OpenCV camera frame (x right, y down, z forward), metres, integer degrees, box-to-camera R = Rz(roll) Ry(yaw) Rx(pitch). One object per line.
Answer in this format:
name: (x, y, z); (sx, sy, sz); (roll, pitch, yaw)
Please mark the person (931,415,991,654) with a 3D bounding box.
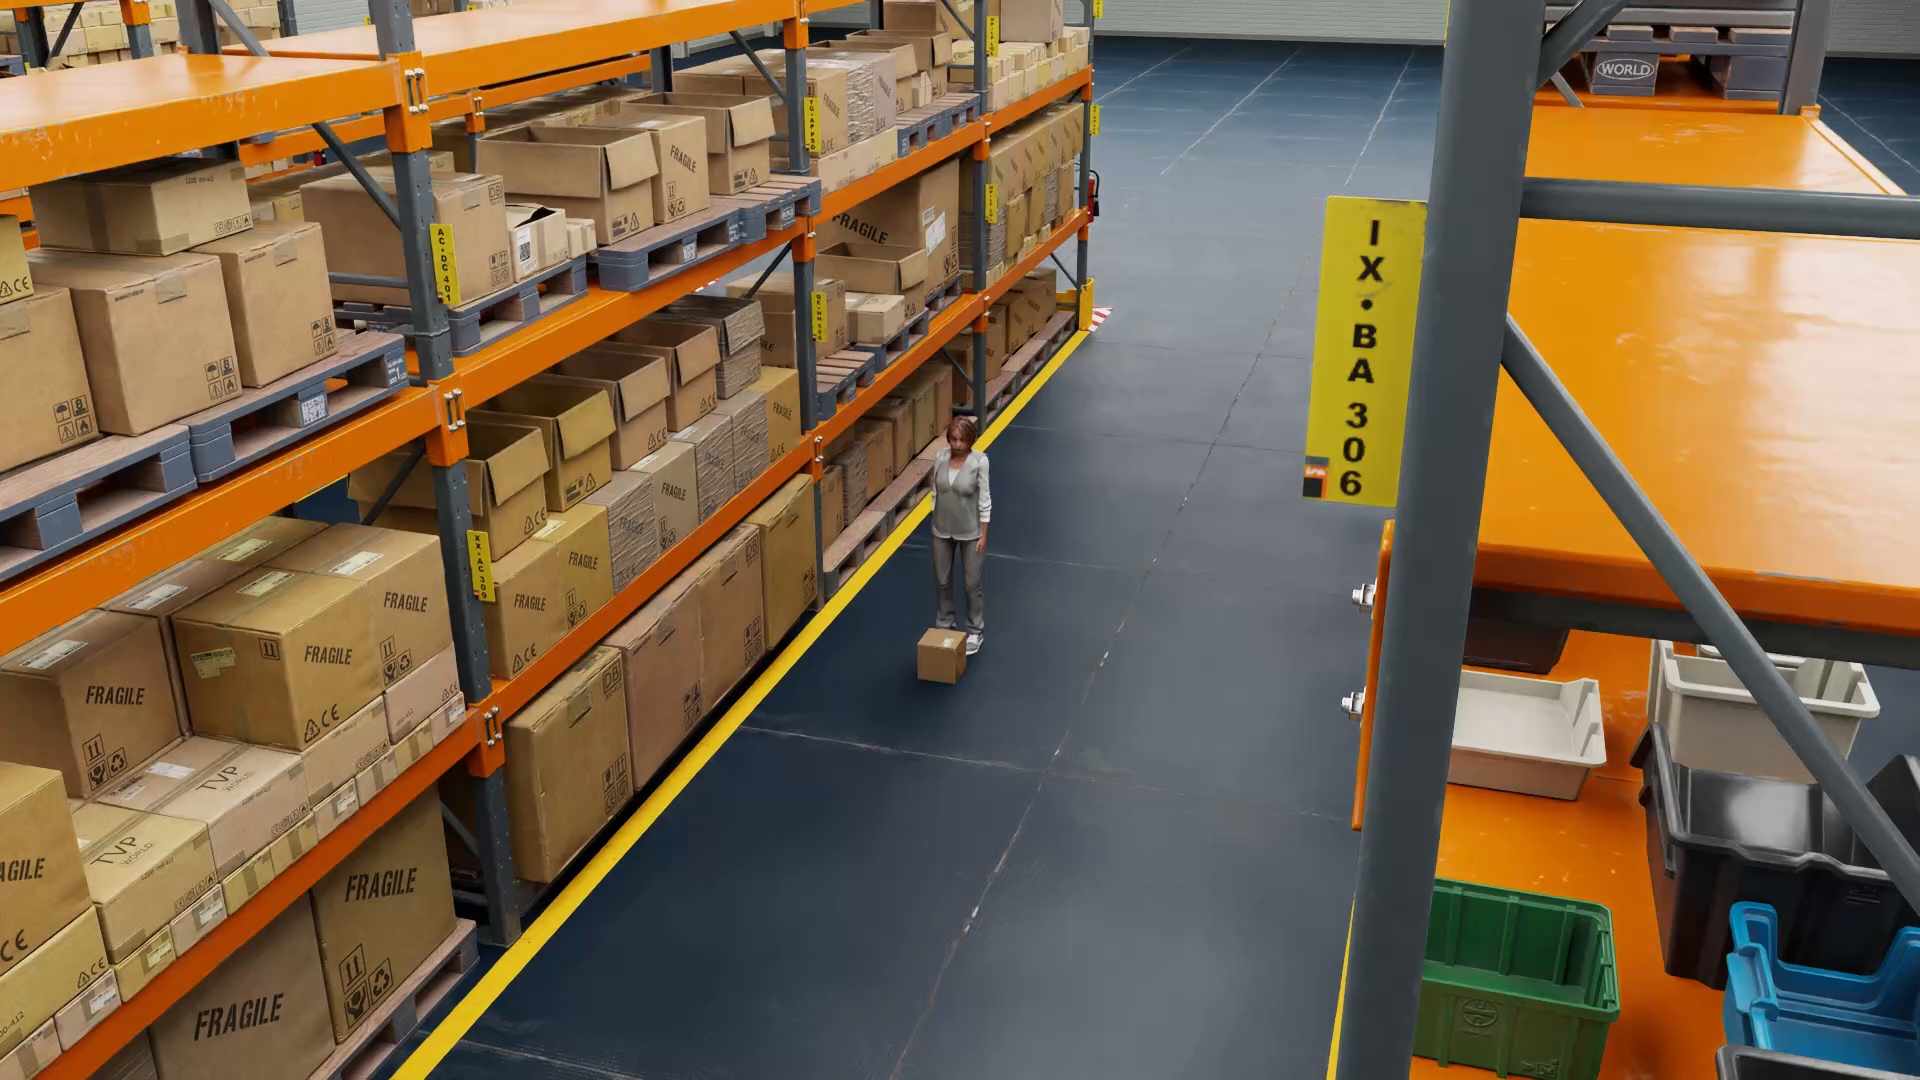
person: (0.005, -0.035, 10.697); (0.406, 1.594, 0.306); (7, 23, 17)
